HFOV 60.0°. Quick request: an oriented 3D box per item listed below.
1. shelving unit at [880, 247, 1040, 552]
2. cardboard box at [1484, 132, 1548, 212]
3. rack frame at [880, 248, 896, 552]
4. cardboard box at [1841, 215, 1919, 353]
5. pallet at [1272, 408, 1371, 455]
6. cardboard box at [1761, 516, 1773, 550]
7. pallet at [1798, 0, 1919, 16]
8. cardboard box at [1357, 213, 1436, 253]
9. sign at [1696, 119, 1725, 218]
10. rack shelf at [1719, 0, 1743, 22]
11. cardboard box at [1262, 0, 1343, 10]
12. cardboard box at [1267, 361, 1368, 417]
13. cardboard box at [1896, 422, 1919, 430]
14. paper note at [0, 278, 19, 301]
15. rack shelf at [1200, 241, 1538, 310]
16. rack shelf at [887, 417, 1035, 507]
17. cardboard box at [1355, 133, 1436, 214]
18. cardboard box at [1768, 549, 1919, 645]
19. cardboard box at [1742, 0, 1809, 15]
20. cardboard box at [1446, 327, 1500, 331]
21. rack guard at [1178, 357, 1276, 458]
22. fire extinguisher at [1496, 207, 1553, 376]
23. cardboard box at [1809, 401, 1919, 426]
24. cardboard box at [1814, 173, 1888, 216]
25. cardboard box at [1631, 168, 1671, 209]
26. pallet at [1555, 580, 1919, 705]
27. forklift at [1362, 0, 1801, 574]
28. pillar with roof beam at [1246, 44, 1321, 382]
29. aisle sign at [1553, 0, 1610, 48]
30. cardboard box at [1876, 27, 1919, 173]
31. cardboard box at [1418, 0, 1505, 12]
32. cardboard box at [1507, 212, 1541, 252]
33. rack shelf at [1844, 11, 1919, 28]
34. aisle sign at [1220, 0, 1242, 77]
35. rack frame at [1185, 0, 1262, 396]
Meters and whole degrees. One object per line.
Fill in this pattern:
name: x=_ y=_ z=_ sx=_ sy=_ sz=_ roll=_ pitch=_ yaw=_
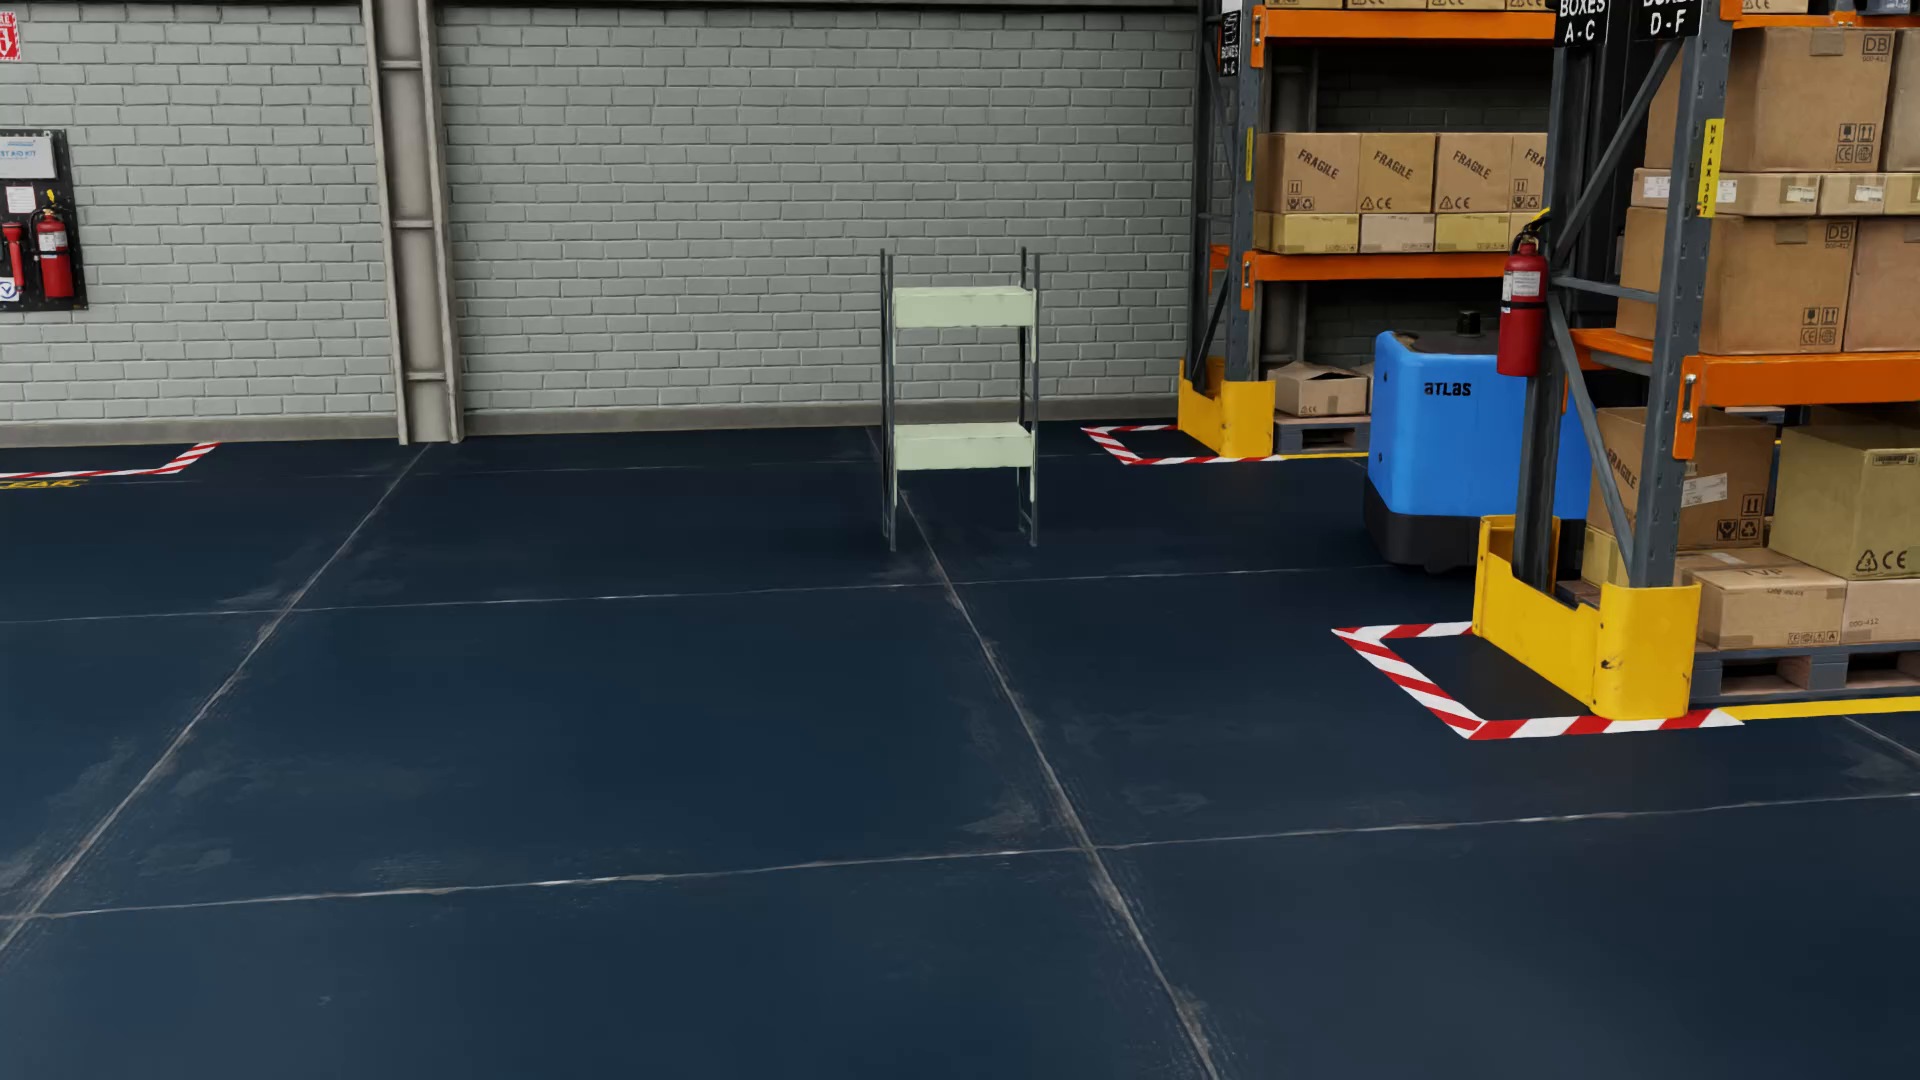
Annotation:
shelving unit: x=-0.007 y=-0.727 z=8.538 sx=0.755 sy=1.500 sz=0.431 roll=-2 pitch=14 yaw=-8
cardboard box: x=3.758 y=-2.430 z=10.970 sx=0.500 sy=0.500 sz=0.500 roll=-2 pitch=14 yaw=-7
rack frame: x=-0.369 y=-0.714 z=8.486 sx=0.023 sy=1.500 sz=0.400 roll=-2 pitch=14 yaw=-8
cardboard box: x=3.454 y=-1.021 z=6.421 sx=0.500 sy=0.500 sz=0.700 roll=-2 pitch=14 yaw=-7
pallet: x=2.614 y=-0.801 z=11.482 sx=1.213 sy=0.211 sz=1.003 roll=-2 pitch=14 yaw=-8
cardboard box: x=3.451 y=0.080 z=7.026 sx=0.500 sy=0.250 sz=0.500 roll=-2 pitch=14 yaw=-8
pallet: x=6.312 y=-3.636 z=11.272 sx=1.003 sy=0.211 sz=1.213 roll=-2 pitch=14 yaw=-8
cardboard box: x=2.772 y=-2.030 z=10.919 sx=0.500 sy=0.250 sz=0.500 roll=-3 pitch=14 yaw=-10
sign: x=2.549 y=-1.263 z=5.650 sx=0.005 sy=0.325 sz=0.100 roll=-2 pitch=14 yaw=-8
rack shelf: x=4.450 y=-2.117 z=6.309 sx=4.000 sy=0.370 sz=1.077 roll=-2 pitch=14 yaw=-8
cardboard box: x=2.099 y=-3.595 z=10.478 sx=0.500 sy=0.500 sz=0.500 roll=-2 pitch=14 yaw=-7
cardboard box: x=2.428 y=-1.043 z=11.336 sx=0.500 sy=0.311 sz=0.500 roll=-4 pitch=15 yaw=-15
cardboard box: x=4.022 y=-0.178 z=6.513 sx=0.500 sy=0.500 sz=0.500 roll=-2 pitch=14 yaw=-8
paper note: x=-6.274 y=-1.649 z=10.940 sx=0.142 sy=0.148 sz=0.016 roll=-2 pitch=14 yaw=-8
rack shelf: x=3.708 y=-1.854 z=11.425 sx=4.000 sy=0.370 sz=1.077 roll=-2 pitch=14 yaw=-8
rack shelf: x=-0.007 y=-0.411 z=8.618 sx=0.720 sy=0.370 sz=0.431 roll=-2 pitch=14 yaw=-8
cardboard box: x=2.738 y=-2.391 z=10.816 sx=0.500 sy=0.500 sz=0.500 roll=-2 pitch=14 yaw=-8
cardboard box: x=3.530 y=0.207 z=6.521 sx=0.500 sy=0.250 sz=0.500 roll=-2 pitch=14 yaw=-8
cardboard box: x=5.221 y=-3.710 z=10.937 sx=0.500 sy=0.500 sz=0.500 roll=-2 pitch=14 yaw=-7
cardboard box: x=3.725 y=-1.170 z=11.453 sx=0.500 sy=0.500 sz=0.700 roll=-3 pitch=14 yaw=-12
rack guard: x=1.806 y=-0.920 z=11.364 sx=0.348 sy=0.500 sz=1.175 roll=-2 pitch=14 yaw=-8
fire extinguisher: x=2.286 y=-1.008 z=6.736 sx=0.183 sy=0.674 sz=0.296 roll=-2 pitch=14 yaw=-8
cardboard box: x=3.945 y=-0.303 z=7.012 sx=0.500 sy=0.500 sz=0.500 roll=-2 pitch=14 yaw=-8
cardboard box: x=3.153 y=-1.274 z=6.098 sx=0.250 sy=0.149 sz=0.380 roll=-2 pitch=14 yaw=-10
cardboard box: x=2.822 y=-1.361 z=6.445 sx=0.250 sy=0.149 sz=0.380 roll=-2 pitch=14 yaw=-9
pallet: x=3.222 y=0.376 z=6.788 sx=1.213 sy=0.211 sz=1.003 roll=-2 pitch=14 yaw=-8
forklift: x=3.608 y=-1.323 z=7.971 sx=3.031 sy=2.935 sz=1.130 roll=2 pitch=14 yaw=6
pillar with roof beam: x=2.935 y=-4.238 z=7.121 sx=0.400 sy=9.000 sz=9.100 roll=-2 pitch=14 yaw=-8
aisle sign: x=2.364 y=-2.268 z=6.254 sx=0.004 sy=0.787 sz=0.394 roll=-2 pitch=14 yaw=-8
cardboard box: x=3.507 y=-1.652 z=6.272 sx=0.500 sy=0.500 sz=0.700 roll=-2 pitch=14 yaw=-10
cardboard box: x=3.148 y=-3.626 z=10.600 sx=0.500 sy=0.500 sz=0.500 roll=-1 pitch=14 yaw=-6
cardboard box: x=3.777 y=-2.065 z=11.058 sx=0.500 sy=0.250 sz=0.500 roll=-2 pitch=14 yaw=-8
rack shelf: x=7.664 y=-3.453 z=11.638 sx=4.000 sy=0.370 sz=1.077 roll=-2 pitch=14 yaw=-8
aisle sign: x=1.704 y=-3.316 z=10.434 sx=0.004 sy=0.787 sz=0.394 roll=-2 pitch=14 yaw=-8
rack frame: x=1.731 y=-2.130 z=11.049 sx=0.127 sy=3.000 sz=1.000 roll=-2 pitch=14 yaw=-8
